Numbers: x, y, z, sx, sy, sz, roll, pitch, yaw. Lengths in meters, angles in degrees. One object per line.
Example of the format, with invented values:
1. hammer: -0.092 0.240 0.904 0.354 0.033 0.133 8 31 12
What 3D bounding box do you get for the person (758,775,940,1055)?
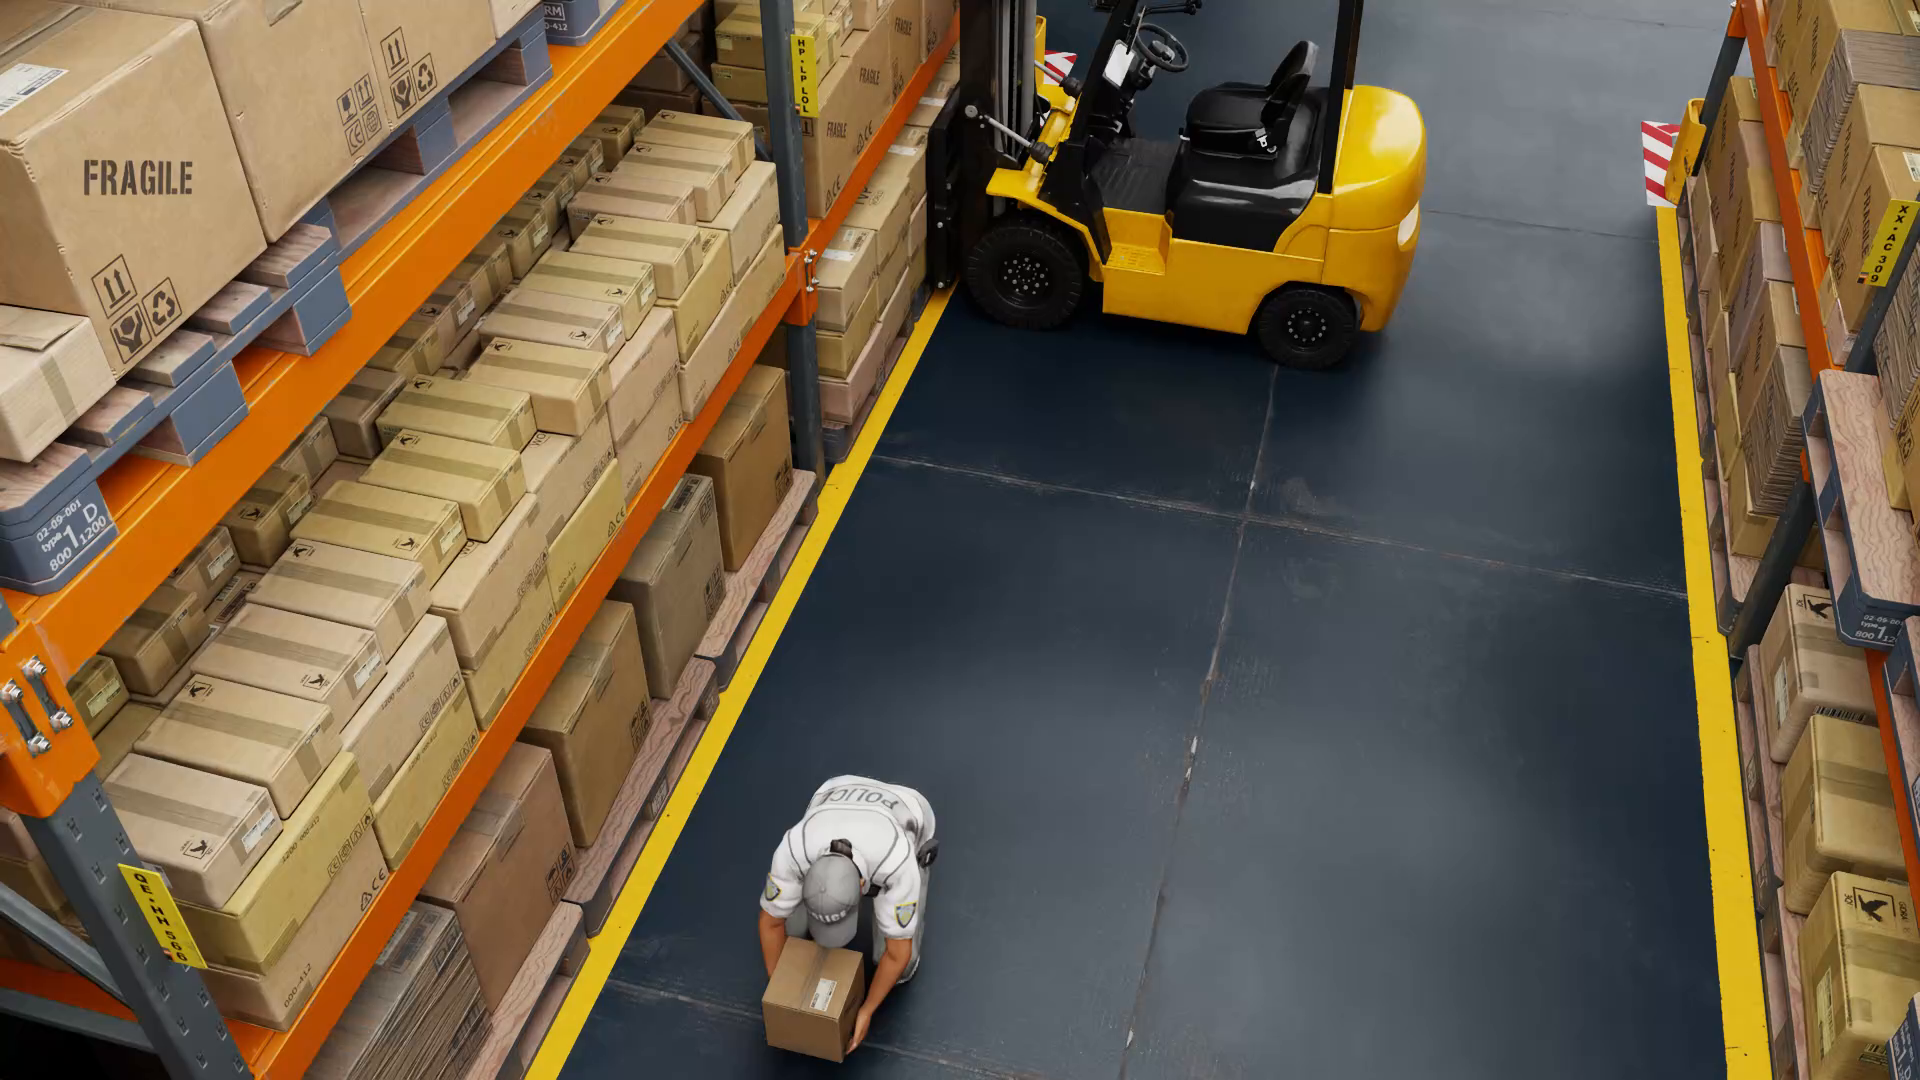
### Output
1. person: -0.354 1.135 5.430 0.537 0.930 0.856 11 42 12
